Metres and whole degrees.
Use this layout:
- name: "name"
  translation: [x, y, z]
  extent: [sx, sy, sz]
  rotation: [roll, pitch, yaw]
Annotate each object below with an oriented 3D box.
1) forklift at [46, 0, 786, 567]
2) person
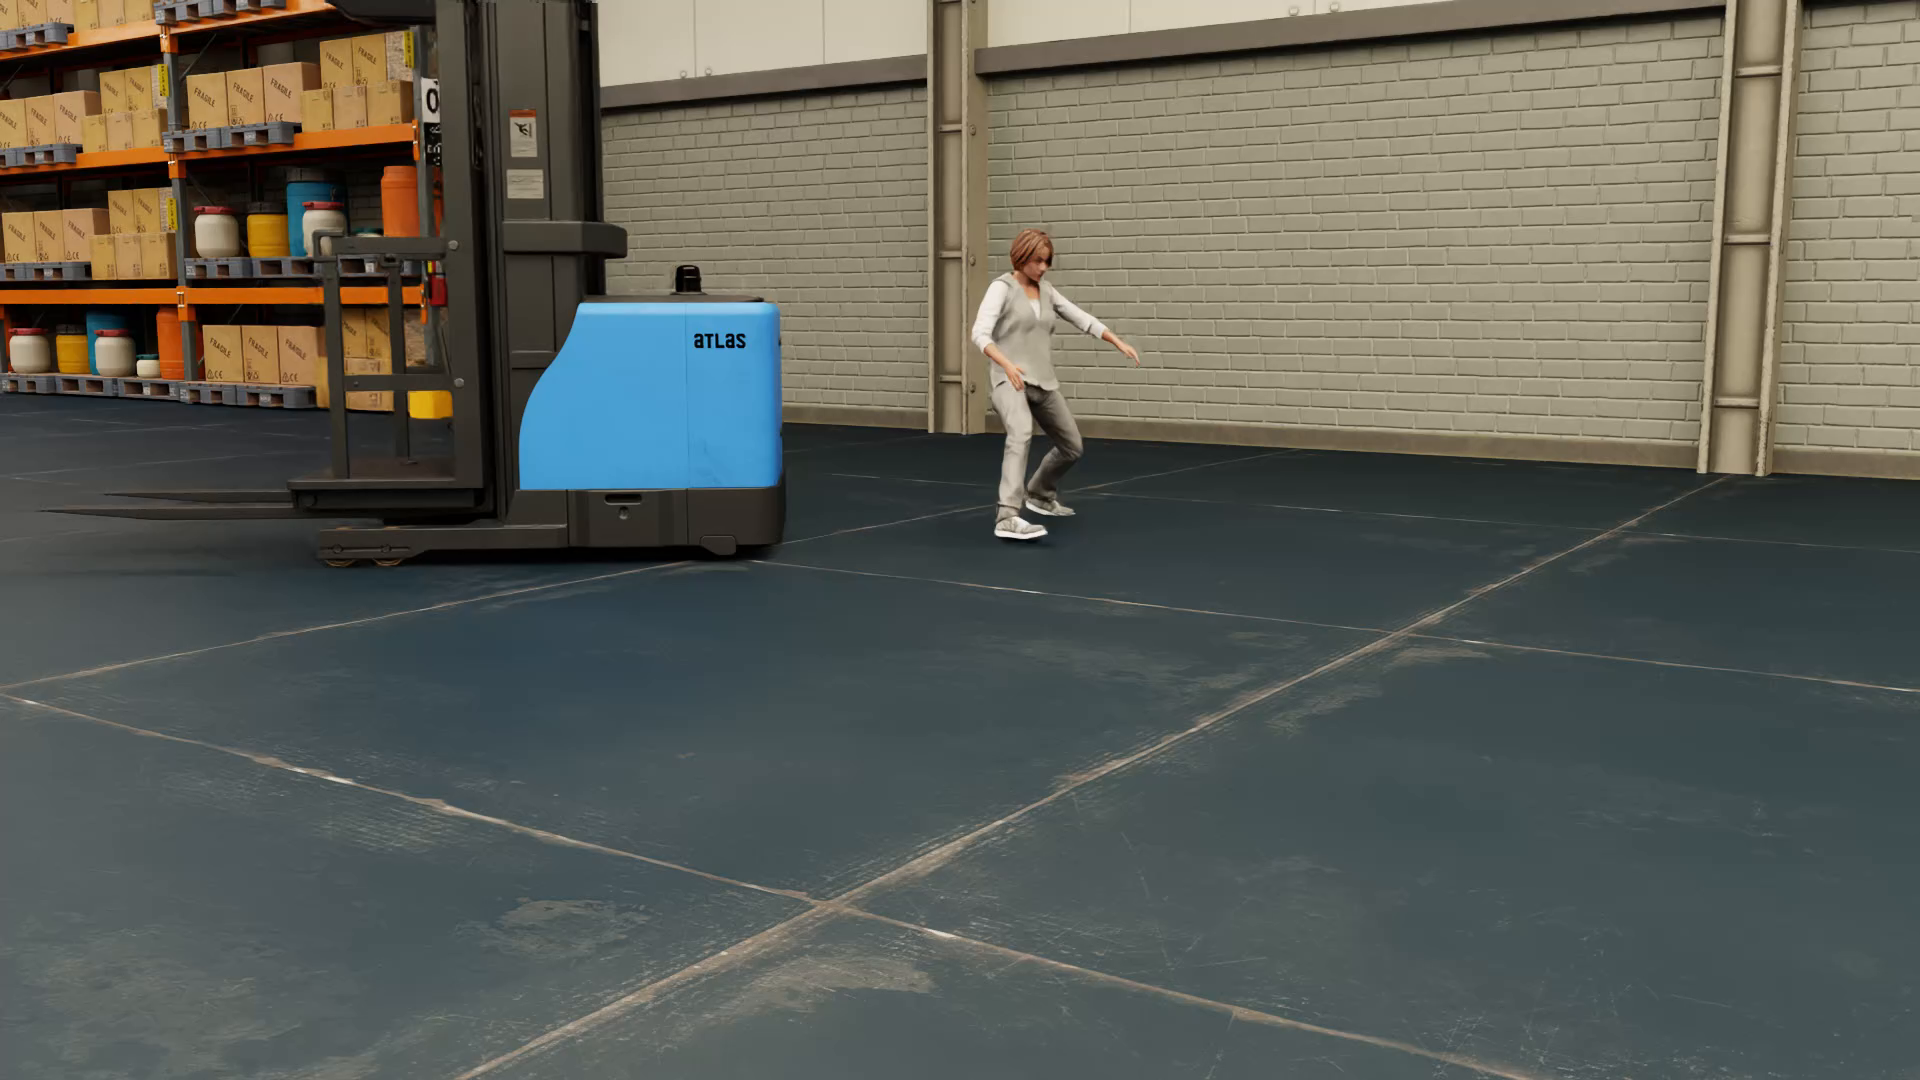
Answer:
- name: "forklift"
  translation: [-2.304, -1.417, 7.158]
  extent: [3.031, 2.935, 1.130]
  rotation: [-1, 8, -4]
- name: "person"
  translation: [0.397, -0.742, 7.927]
  extent: [0.925, 1.435, 0.874]
  rotation: [-6, 10, -37]
